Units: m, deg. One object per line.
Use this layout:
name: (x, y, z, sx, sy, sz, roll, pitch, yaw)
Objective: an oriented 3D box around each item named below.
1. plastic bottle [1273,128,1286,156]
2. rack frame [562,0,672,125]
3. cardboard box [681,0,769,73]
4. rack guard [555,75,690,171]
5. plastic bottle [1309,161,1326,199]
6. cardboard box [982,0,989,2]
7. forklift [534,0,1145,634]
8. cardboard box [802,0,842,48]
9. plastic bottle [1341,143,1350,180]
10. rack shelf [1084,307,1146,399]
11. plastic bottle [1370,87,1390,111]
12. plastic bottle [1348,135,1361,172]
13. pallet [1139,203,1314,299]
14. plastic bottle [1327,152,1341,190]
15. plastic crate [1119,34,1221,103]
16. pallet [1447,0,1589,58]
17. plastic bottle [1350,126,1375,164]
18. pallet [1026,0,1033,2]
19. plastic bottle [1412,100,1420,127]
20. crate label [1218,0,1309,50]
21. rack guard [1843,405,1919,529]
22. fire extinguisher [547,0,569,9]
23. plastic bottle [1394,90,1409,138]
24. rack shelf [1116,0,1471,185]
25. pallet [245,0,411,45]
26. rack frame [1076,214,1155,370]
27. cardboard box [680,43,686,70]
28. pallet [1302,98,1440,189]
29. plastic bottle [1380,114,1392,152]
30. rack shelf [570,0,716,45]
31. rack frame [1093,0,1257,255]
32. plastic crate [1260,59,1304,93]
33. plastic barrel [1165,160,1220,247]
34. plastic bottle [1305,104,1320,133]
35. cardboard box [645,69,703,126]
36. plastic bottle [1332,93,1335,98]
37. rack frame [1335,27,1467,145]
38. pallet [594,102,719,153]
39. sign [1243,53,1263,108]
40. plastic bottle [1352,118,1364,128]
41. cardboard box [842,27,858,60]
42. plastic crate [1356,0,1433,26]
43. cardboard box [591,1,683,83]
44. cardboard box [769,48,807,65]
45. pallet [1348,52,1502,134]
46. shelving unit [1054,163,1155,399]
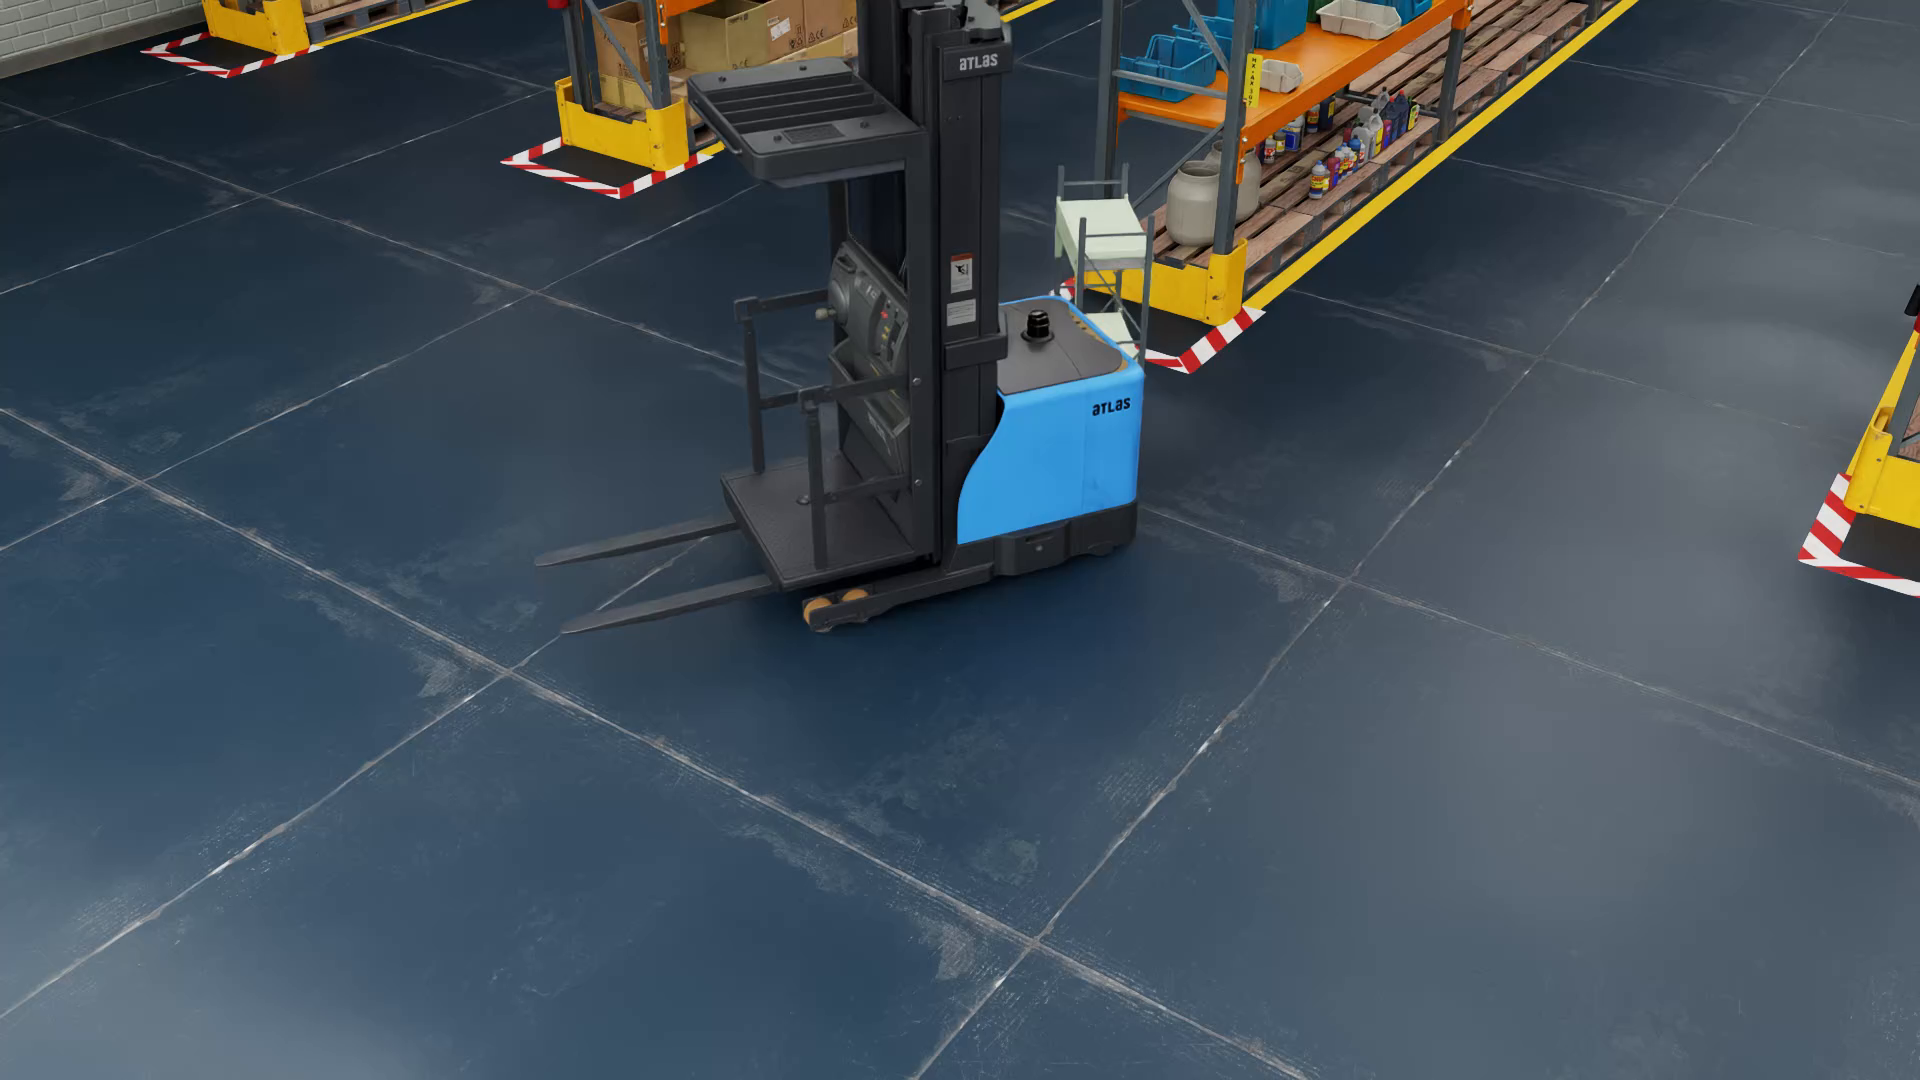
plastic bottle: (2.483, -3.102, 12.940, 0.097, 0.201, 0.097, 0, 34, 0)
rack frame: (-2.731, -4.448, 12.825, 1.000, 3.000, 0.127, 21, 39, 28)
cardboard box: (-1.959, -4.200, 13.868, 0.500, 0.500, 0.500, 21, 39, 28)
rack guard: (-2.745, -3.401, 13.509, 1.175, 0.500, 0.348, 21, 39, 28)
plastic bottle: (2.625, -2.651, 12.210, 0.097, 0.271, 0.097, 0, 34, 0)
cardboard box: (-0.017, -5.430, 16.357, 0.500, 0.250, 0.500, 20, 39, 27)
forklift: (-0.627, -1.095, 7.928, 3.031, 2.935, 1.130, -14, 36, -19)
cardboard box: (-1.385, -4.658, 14.547, 0.500, 0.500, 0.500, 21, 39, 28)
plastic bottle: (2.878, -2.854, 12.512, 0.097, 0.271, 0.097, 0, 34, 0)
rack shelf: (0.792, -1.018, 9.675, 0.431, 0.370, 0.720, -3, 34, -5)
plastic bottle: (3.368, -3.447, 13.317, 0.144, 0.351, 0.185, 21, 39, 28)
plastic bottle: (2.994, -2.948, 12.649, 0.097, 0.271, 0.097, 0, 34, 0)
pallet: (1.808, -2.131, 11.888, 1.003, 0.211, 1.213, 21, 39, 28)
plastic bottle: (2.770, -2.754, 12.352, 0.061, 0.283, 0.133, 22, 40, 29)
plastic crate: (1.375, -3.128, 11.006, 0.499, 0.251, 0.616, 21, 39, 28)
pallet: (5.424, -5.046, 16.199, 1.003, 0.211, 1.213, 21, 39, 28)
plastic bottle: (3.097, -3.060, 12.811, 0.152, 0.276, 0.135, 22, 40, 29)
pallet: (0.632, -6.049, 17.681, 1.003, 0.211, 1.213, 21, 39, 28)
plastic bottle: (3.666, -3.461, 13.471, 0.097, 0.201, 0.097, 0, 34, 0)
crate label: (2.163, -3.812, 11.853, 0.502, 0.435, 0.616, 21, 39, 28)
rack guard: (5.448, -0.281, 8.895, 1.175, 0.500, 0.348, 21, 39, 28)
fire extinguisher: (-3.180, -4.509, 12.985, 0.296, 0.674, 0.183, 21, 39, 28)
plastic bottle: (3.486, -3.401, 13.249, 0.144, 0.351, 0.185, 20, 39, 27)
rack shelf: (2.476, -3.486, 12.045, 1.077, 0.370, 4.000, 21, 39, 28)
pallet: (-6.267, -5.271, 16.531, 1.003, 0.211, 1.213, 21, 39, 28)
rack frame: (0.830, -1.085, 9.191, 0.400, 1.500, 0.023, -3, 34, -5)
cardboard box: (-2.393, -4.058, 14.328, 0.500, 0.250, 0.500, 21, 39, 28)
pallet: (3.199, -3.254, 13.548, 1.003, 0.211, 1.213, 21, 39, 28)
plastic bottle: (3.318, -3.196, 13.007, 0.061, 0.283, 0.133, 24, 41, 31)
rack shelf: (-1.591, -5.070, 14.387, 1.077, 0.370, 4.000, 21, 39, 28)
rack frame: (1.336, -2.864, 10.483, 1.000, 3.000, 0.127, 21, 39, 28)
plastic crate: (2.110, -3.064, 11.013, 0.298, 0.136, 0.250, 21, 39, 28)
plastic barrel: (1.648, -2.334, 11.546, 0.421, 0.512, 0.421, 0, 34, 0)
plastic bottle: (2.832, -3.412, 13.337, 0.097, 0.271, 0.097, 0, 34, 0)
cardboard box: (-2.243, -3.658, 13.737, 0.500, 0.250, 0.500, 21, 39, 28)
plastic bottle: (3.001, -3.564, 13.550, 0.061, 0.283, 0.133, 21, 39, 28)
rack frame: (3.616, -4.704, 13.205, 1.000, 3.000, 0.127, 21, 39, 28)
pallet: (-2.330, -3.658, 14.146, 1.003, 0.211, 1.213, 21, 39, 28)
sign: (1.785, -2.801, 10.142, 0.100, 0.325, 0.005, 21, 39, 28)
plastic bottle: (3.094, -3.157, 12.948, 0.061, 0.283, 0.133, 21, 39, 28)
cardboard box: (-1.102, -4.578, 15.098, 0.500, 0.250, 0.500, 21, 39, 28)
plastic crate: (3.208, -4.047, 12.365, 0.499, 0.251, 0.616, 21, 39, 28)
cardboard box: (-2.670, -4.135, 13.773, 0.500, 0.500, 0.500, 21, 39, 28)
cardboard box: (-1.675, -4.119, 14.419, 0.500, 0.250, 0.500, 21, 39, 28)
pallet: (4.032, -3.923, 14.538, 1.003, 0.211, 1.213, 21, 39, 28)
shelving unit: (0.792, -1.288, 9.492, 0.431, 1.500, 0.755, -3, 34, -5)
